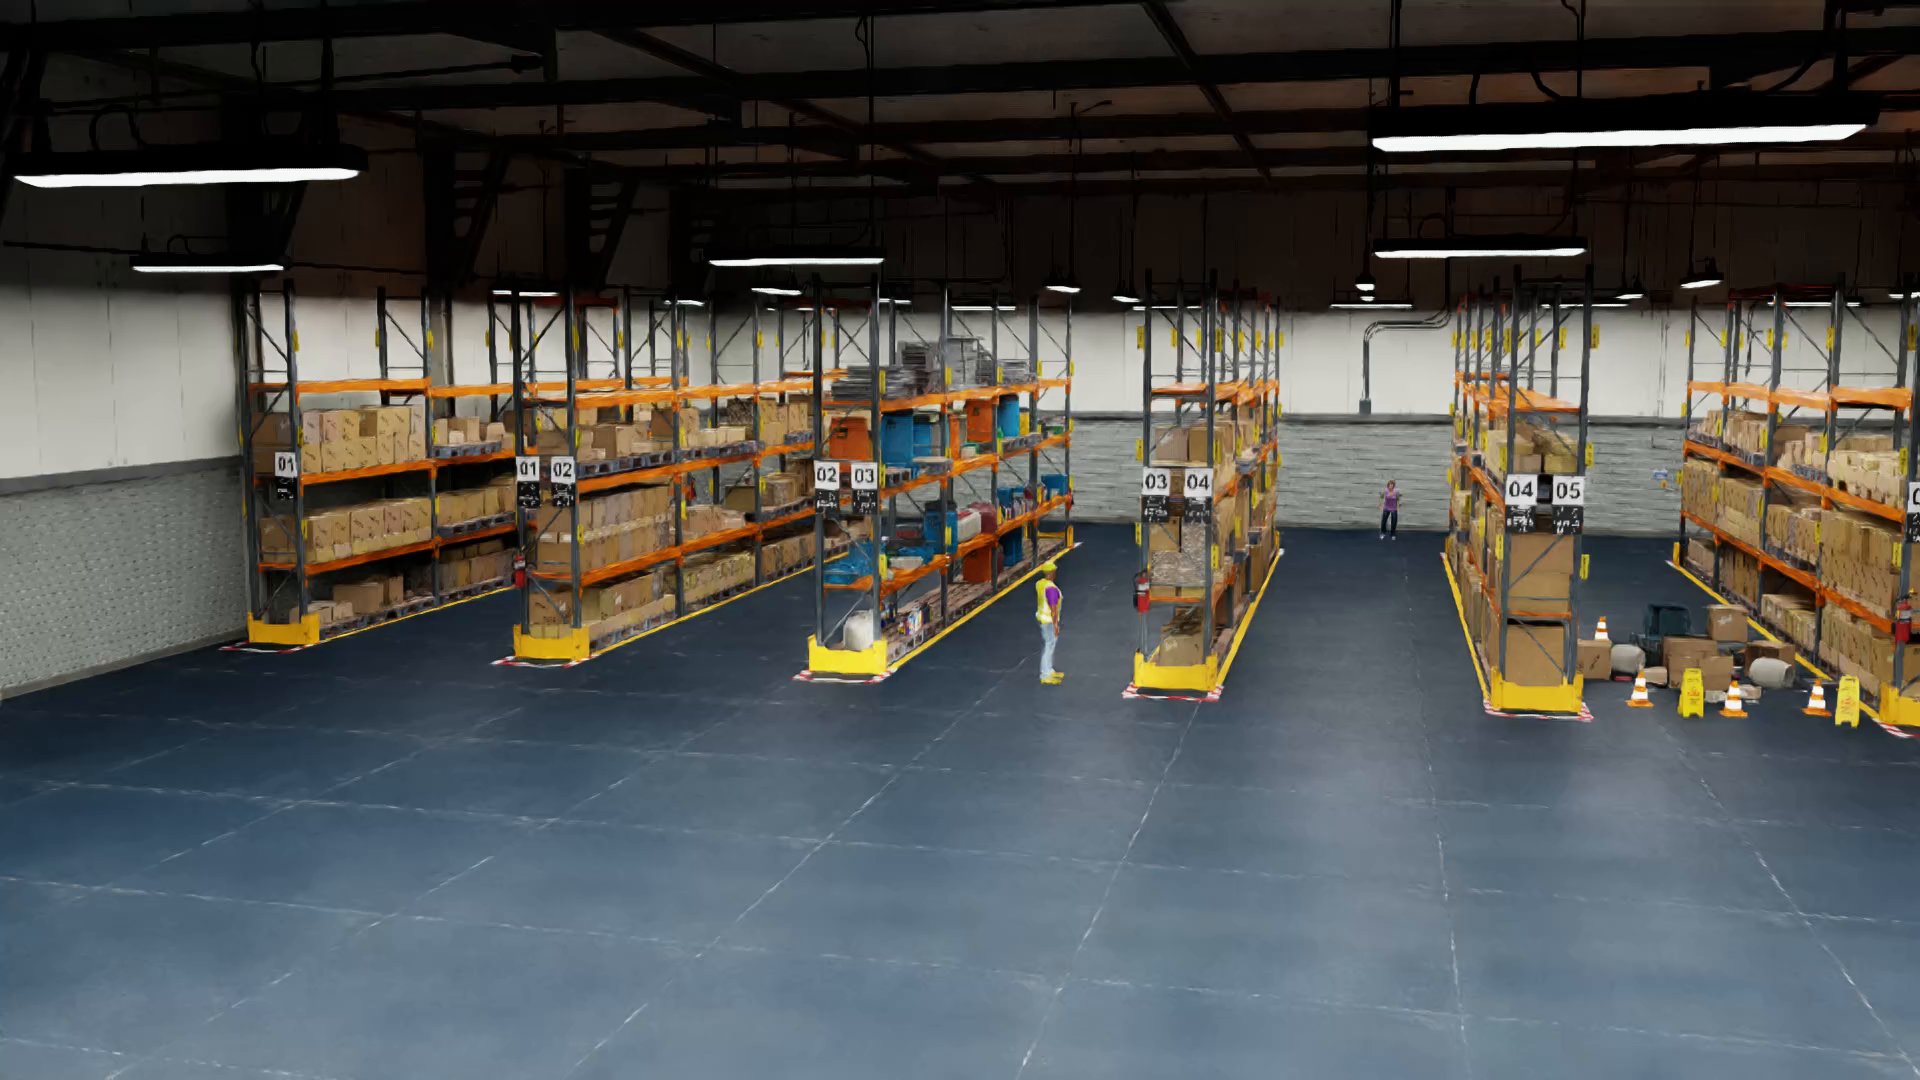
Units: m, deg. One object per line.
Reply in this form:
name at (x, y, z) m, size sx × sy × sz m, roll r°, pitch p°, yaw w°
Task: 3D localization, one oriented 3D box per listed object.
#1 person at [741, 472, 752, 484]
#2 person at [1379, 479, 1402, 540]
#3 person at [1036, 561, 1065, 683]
person at (-5.463, -0.959, 43.063) m, size 0.592 × 1.629 × 0.526 m, roll 1°, pitch 7°, yaw 12°
person at (10.826, -0.773, 41.876) m, size 0.566 × 1.541 × 0.519 m, roll 1°, pitch 7°, yaw 11°
person at (1.352, 1.187, 24.418) m, size 0.453 × 1.768 × 0.632 m, roll -2°, pitch 7°, yaw -14°
